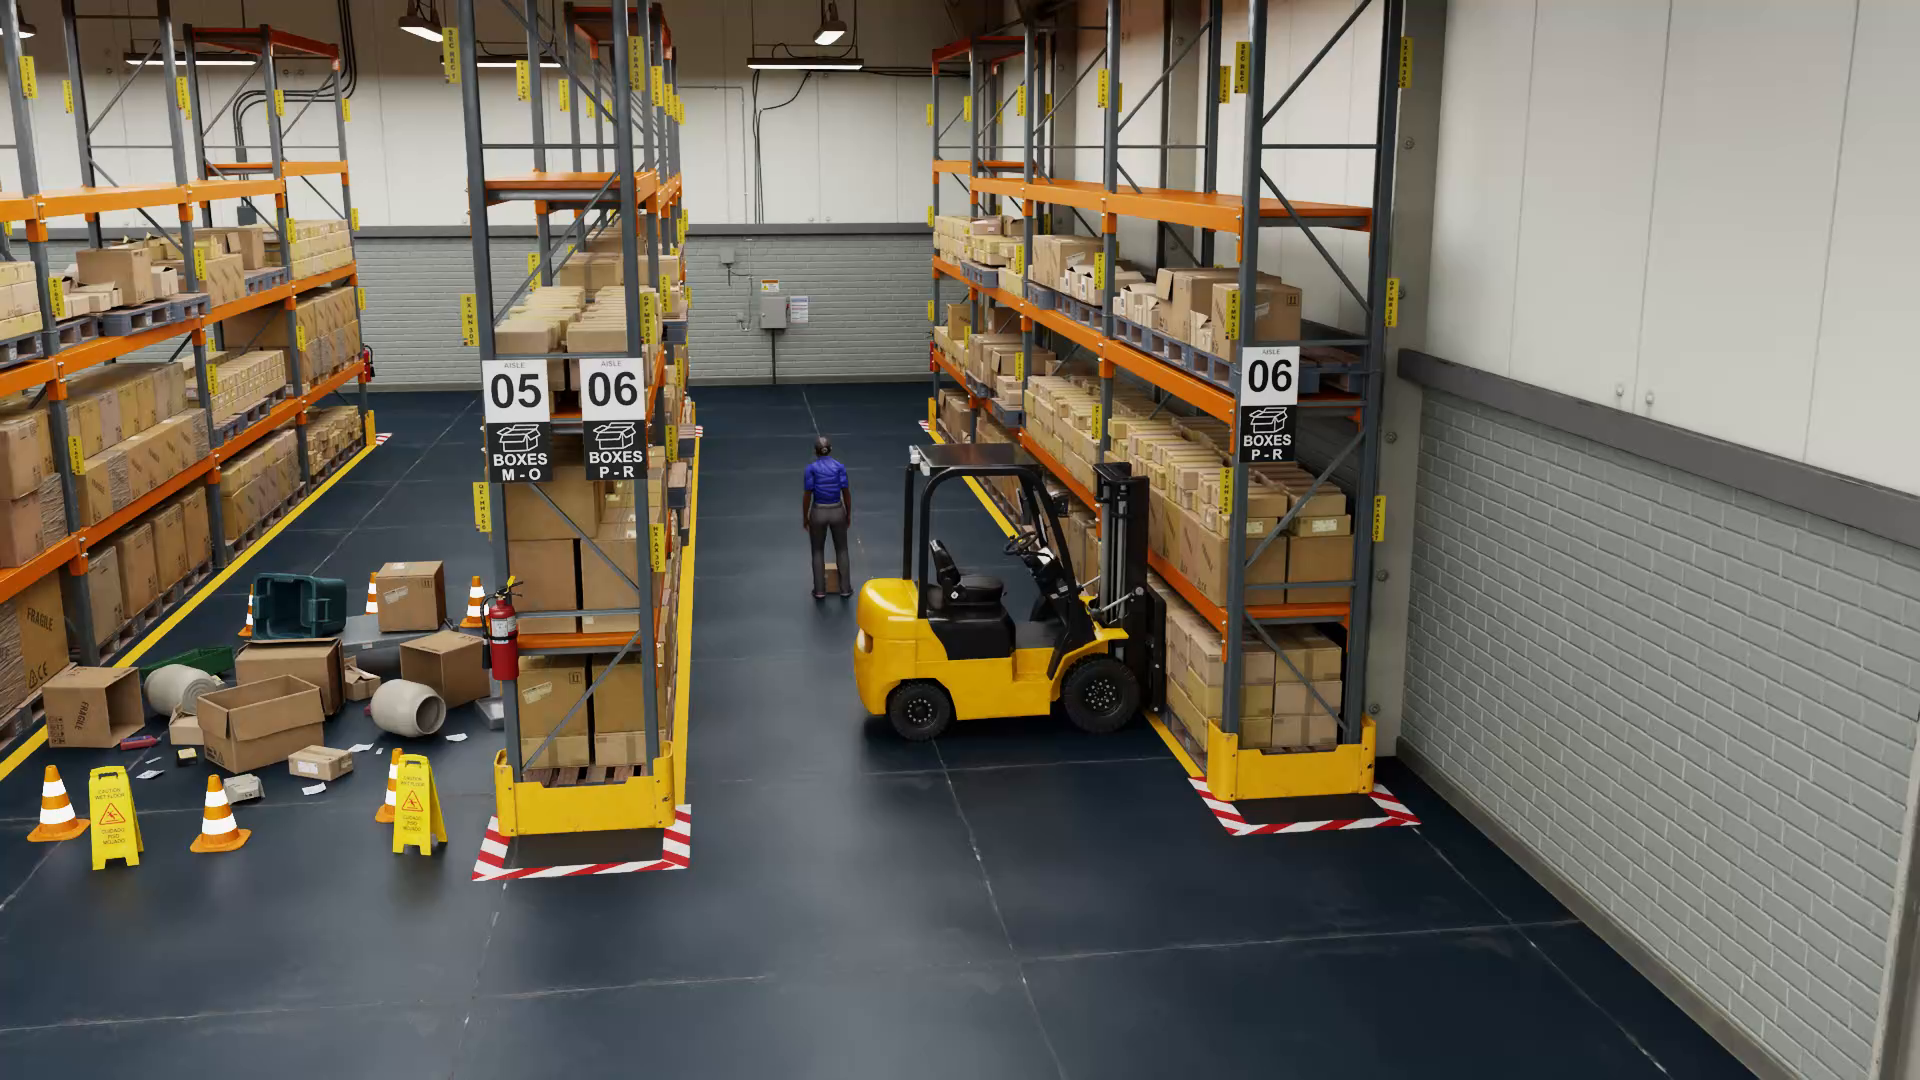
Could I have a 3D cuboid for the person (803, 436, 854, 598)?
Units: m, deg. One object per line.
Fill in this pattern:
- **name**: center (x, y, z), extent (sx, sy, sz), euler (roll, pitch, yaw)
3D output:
- **person**: center (-1.346, -0.233, 16.988), extent (0.528, 1.653, 0.351), euler (-3, 14, -12)
